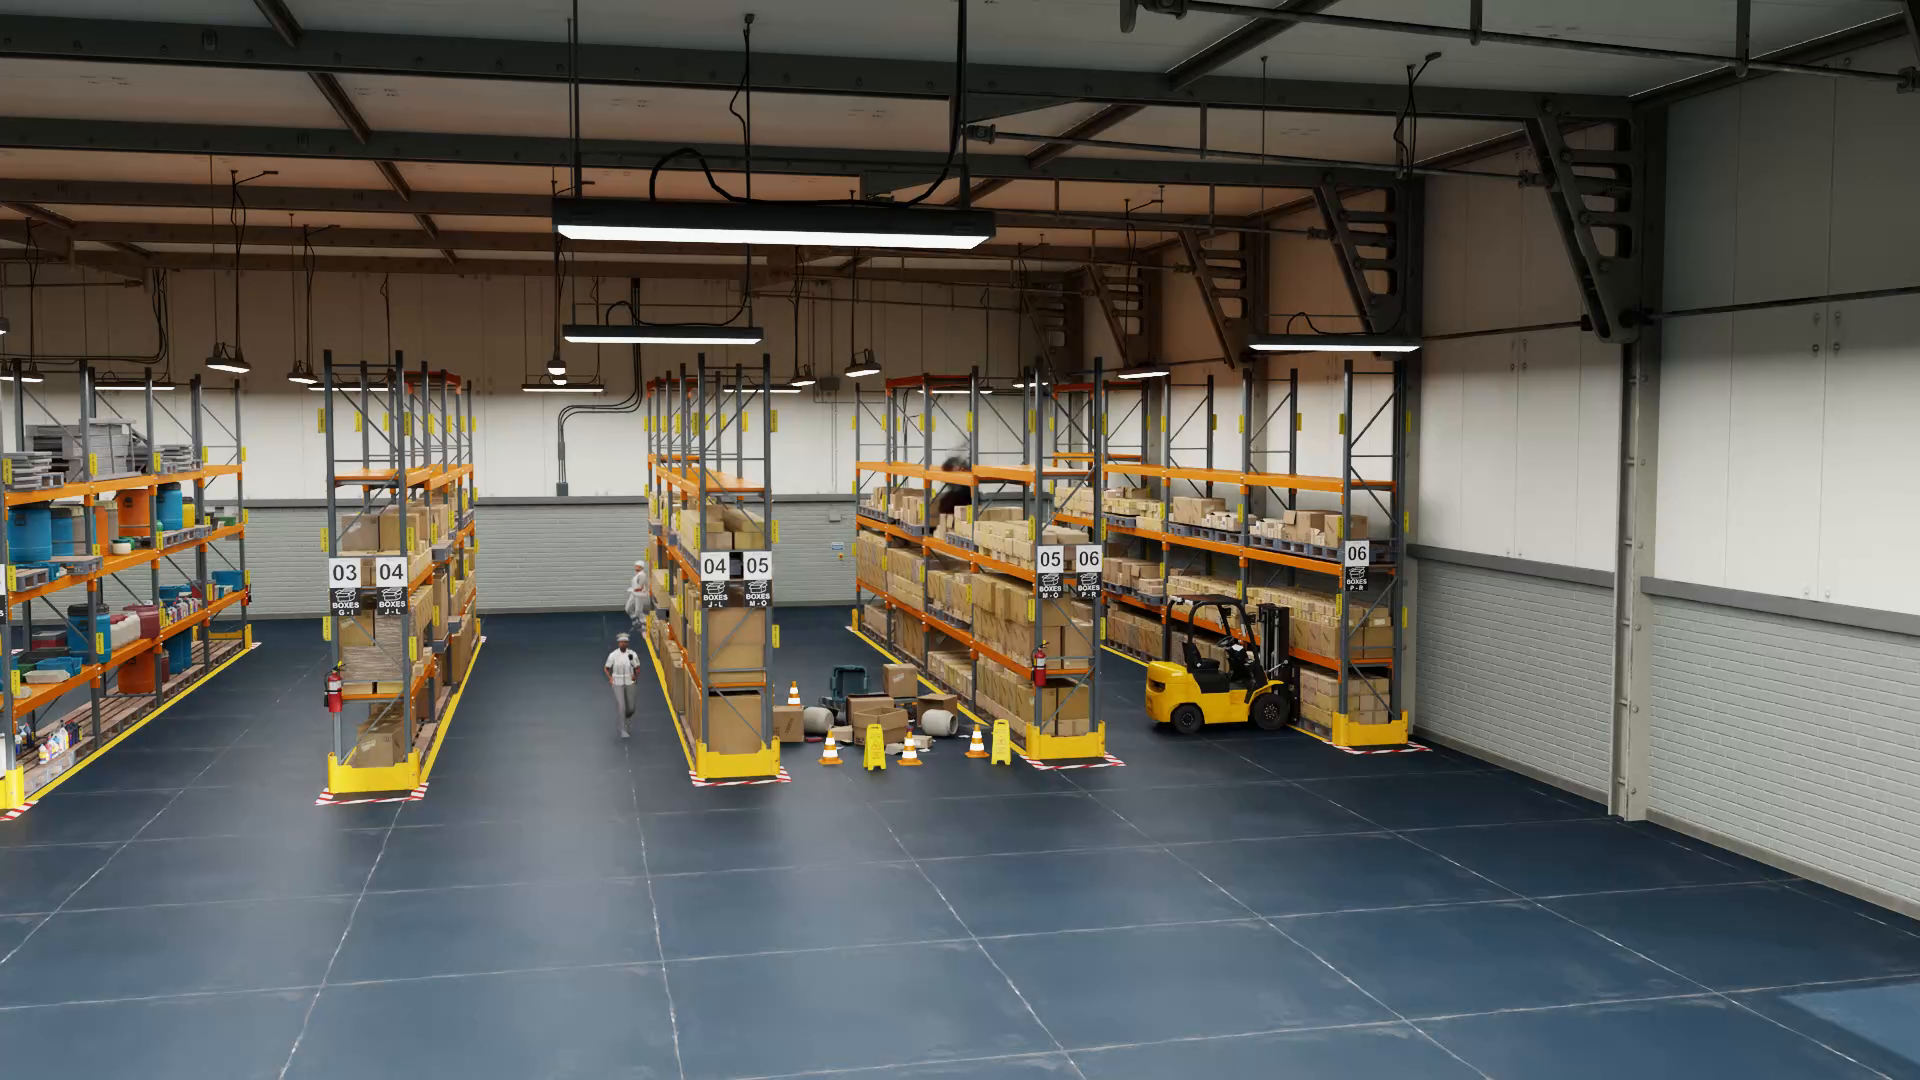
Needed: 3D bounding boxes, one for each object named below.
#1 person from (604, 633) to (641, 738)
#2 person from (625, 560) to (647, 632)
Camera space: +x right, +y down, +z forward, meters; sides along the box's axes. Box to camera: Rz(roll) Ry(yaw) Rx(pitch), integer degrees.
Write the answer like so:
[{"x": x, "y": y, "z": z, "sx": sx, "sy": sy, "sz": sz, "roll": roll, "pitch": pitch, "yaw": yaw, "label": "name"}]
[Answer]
[{"x": -5.417, "y": 2.314, "z": 26.720, "sx": 0.580, "sy": 1.655, "sz": 0.659, "roll": -1, "pitch": 4, "yaw": -18, "label": "person"}, {"x": -7.728, "y": 1.350, "z": 39.887, "sx": 0.633, "sy": 1.756, "sz": 0.671, "roll": -3, "pitch": 5, "yaw": -35, "label": "person"}]
